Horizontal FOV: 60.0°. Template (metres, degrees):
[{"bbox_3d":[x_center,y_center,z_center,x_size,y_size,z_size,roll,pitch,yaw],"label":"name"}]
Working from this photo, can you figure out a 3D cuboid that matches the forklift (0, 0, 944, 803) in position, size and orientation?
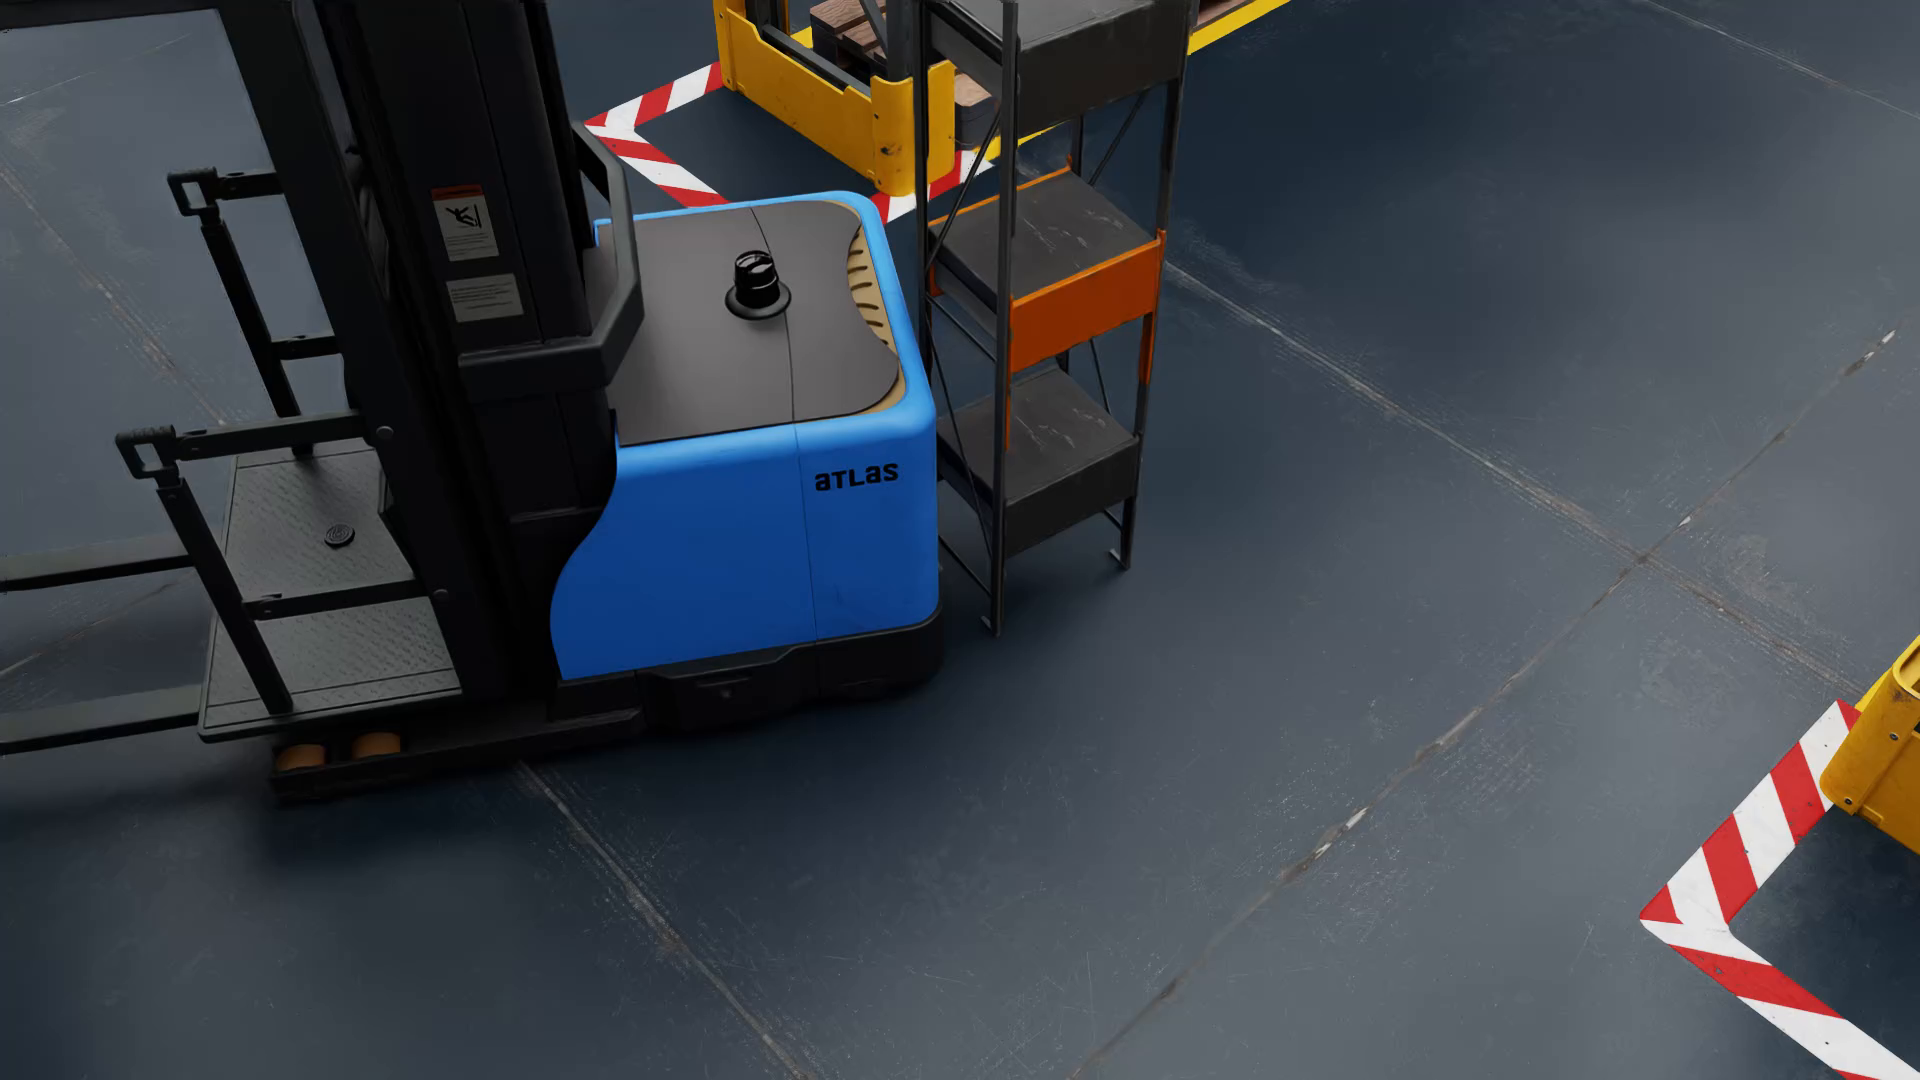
[{"bbox_3d":[-1.617,-0.704,3.905,3.031,2.935,1.130,-9,48,-8],"label":"forklift"}]

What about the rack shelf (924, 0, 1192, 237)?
[{"bbox_3d":[0.208,-1.108,3.910,0.480,0.518,0.431,-26,53,-22],"label":"rack shelf"}]

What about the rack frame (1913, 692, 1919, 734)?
[{"bbox_3d":[2.824,-0.060,3.264,0.127,3.000,1.000,-34,56,-27],"label":"rack frame"}]

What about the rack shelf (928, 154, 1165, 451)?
[{"bbox_3d":[0.208,-0.633,4.424,0.480,0.518,0.431,-26,53,-22],"label":"rack shelf"}]

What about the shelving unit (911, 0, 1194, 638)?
[{"bbox_3d":[0.208,-0.643,4.414,0.503,2.100,0.431,-26,53,-22],"label":"shelving unit"}]

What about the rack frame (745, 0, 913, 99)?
[{"bbox_3d":[-0.505,-2.755,5.751,0.127,3.000,1.000,-34,56,-27],"label":"rack frame"}]

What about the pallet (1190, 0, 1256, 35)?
[{"bbox_3d":[1.033,-2.797,7.687,1.213,0.211,1.003,-34,56,-27],"label":"pallet"}]

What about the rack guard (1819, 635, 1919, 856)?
[{"bbox_3d":[2.880,0.750,4.218,0.348,0.500,1.175,-34,56,-27],"label":"rack guard"}]

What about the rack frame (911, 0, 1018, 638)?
[{"bbox_3d":[0.005,-0.543,4.322,0.015,2.100,0.400,-26,53,-22],"label":"rack frame"}]

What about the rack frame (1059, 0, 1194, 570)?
[{"bbox_3d":[0.411,-0.742,4.506,0.015,2.100,0.400,-26,53,-22],"label":"rack frame"}]

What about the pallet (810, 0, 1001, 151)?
[{"bbox_3d":[0.131,-2.196,7.133,1.213,0.211,1.003,-34,56,-27],"label":"pallet"}]

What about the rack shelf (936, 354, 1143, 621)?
[{"bbox_3d":[0.208,-0.159,4.939,0.480,0.518,0.431,-26,53,-22],"label":"rack shelf"}]

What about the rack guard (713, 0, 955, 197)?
[{"bbox_3d":[-0.514,-1.889,6.653,0.348,0.500,1.175,-34,56,-27],"label":"rack guard"}]
